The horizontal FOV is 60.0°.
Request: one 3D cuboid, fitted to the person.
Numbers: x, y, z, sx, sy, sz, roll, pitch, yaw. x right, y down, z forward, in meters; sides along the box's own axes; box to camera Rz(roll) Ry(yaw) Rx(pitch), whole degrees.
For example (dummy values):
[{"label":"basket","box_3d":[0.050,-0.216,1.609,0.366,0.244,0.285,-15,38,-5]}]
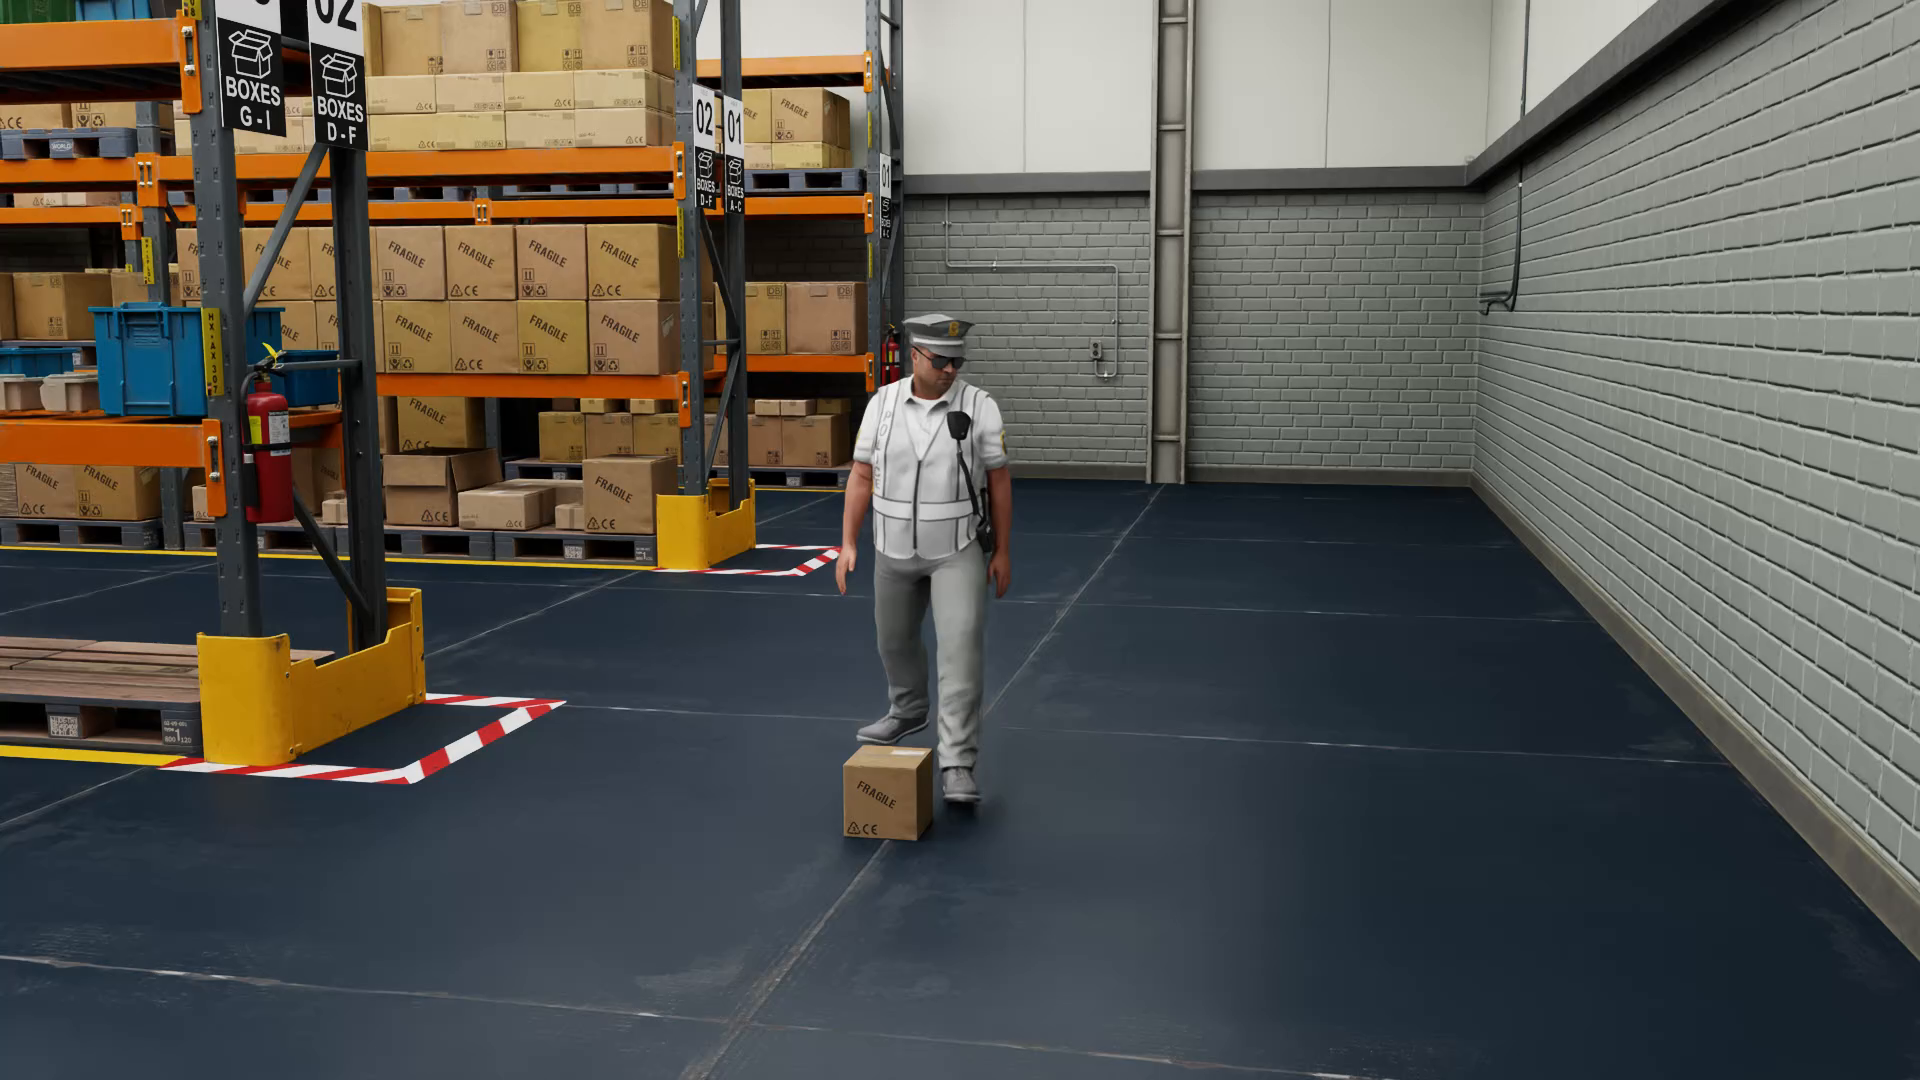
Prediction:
[{"label":"person","box_3d":[-0.154,0.034,6.084,0.681,1.706,0.945,2,8,16]}]
